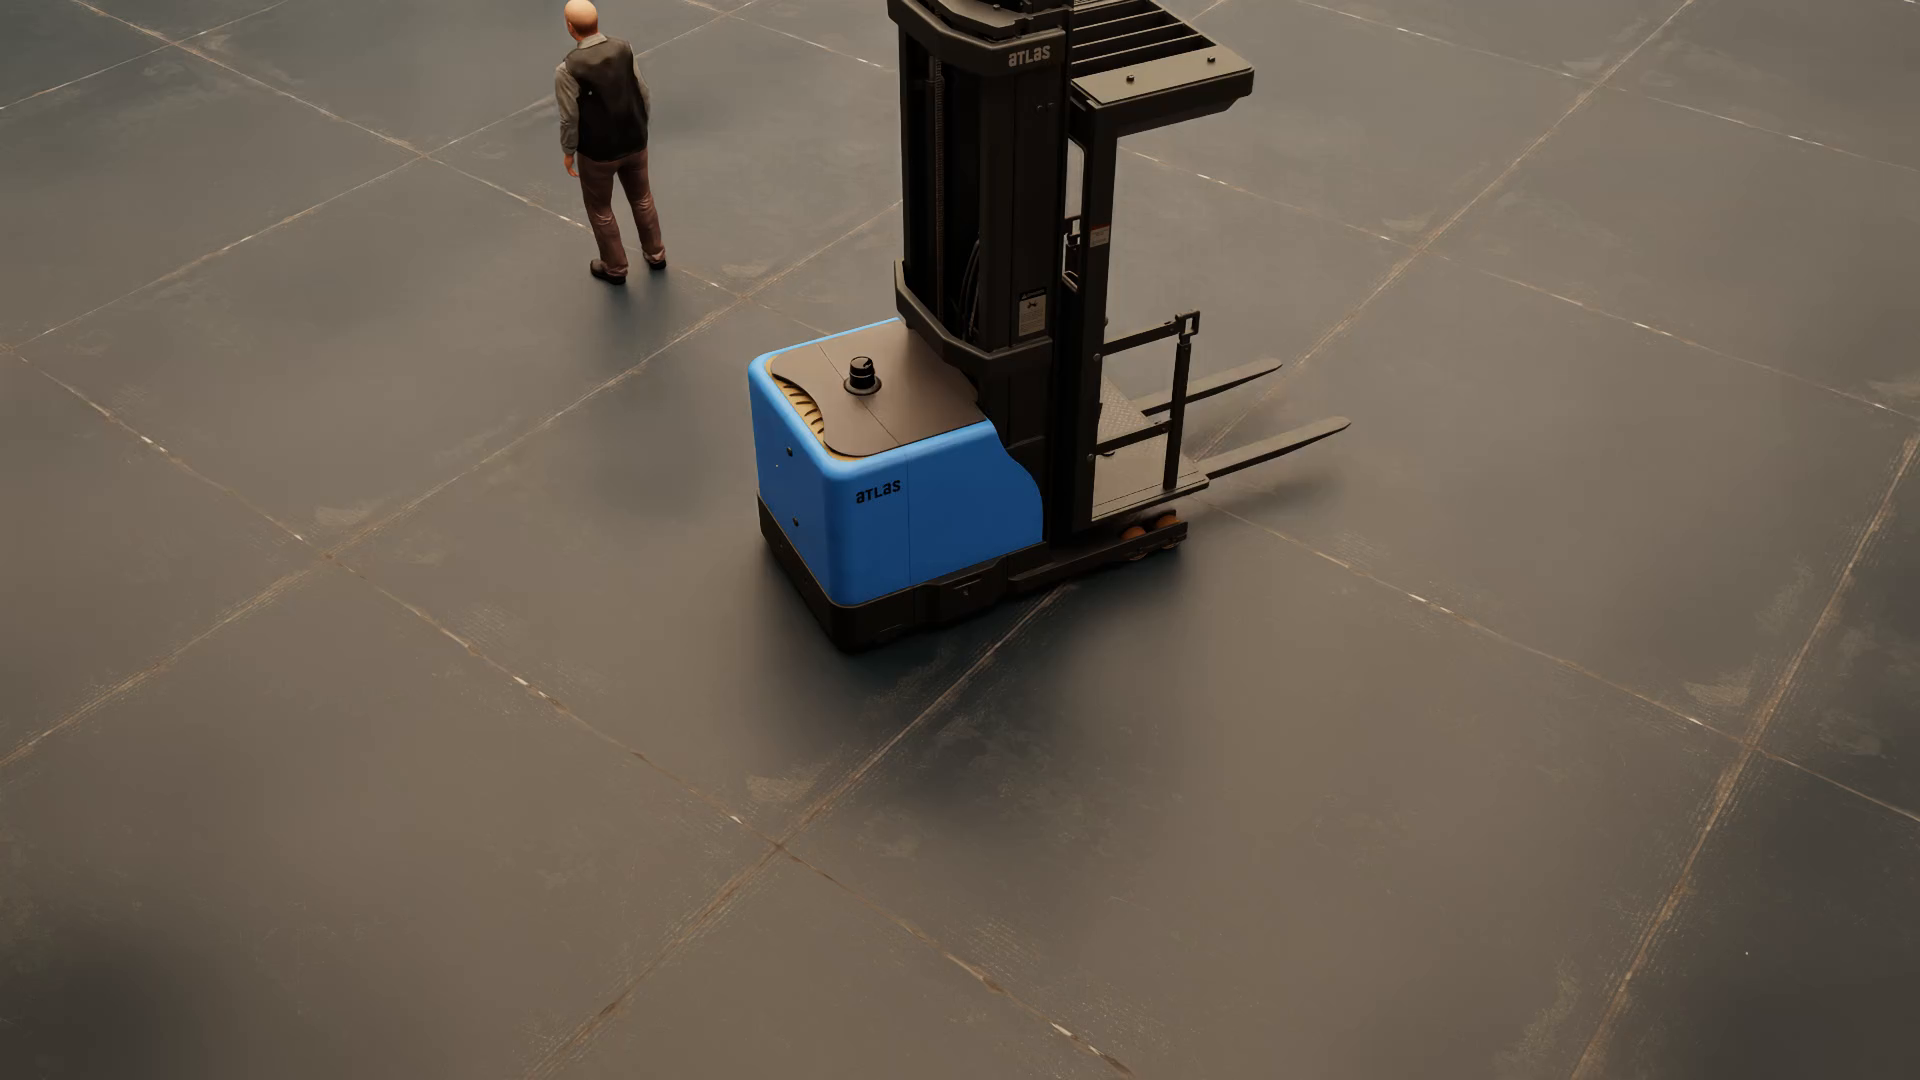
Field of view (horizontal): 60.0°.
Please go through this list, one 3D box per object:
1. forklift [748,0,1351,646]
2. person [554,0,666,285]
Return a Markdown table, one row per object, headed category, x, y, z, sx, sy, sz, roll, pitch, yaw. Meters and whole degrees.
| category | x | y | z | sx | sy | sz | roll | pitch | yaw |
| --- | --- | --- | --- | --- | --- | --- | --- | --- | --- |
| forklift | 0.555 | -1.302 | 7.601 | 3.031 | 2.935 | 1.130 | -19 | 44 | -20 |
| person | -2.042 | -2.302 | 9.708 | 0.594 | 1.721 | 0.422 | -29 | 48 | -29 |
